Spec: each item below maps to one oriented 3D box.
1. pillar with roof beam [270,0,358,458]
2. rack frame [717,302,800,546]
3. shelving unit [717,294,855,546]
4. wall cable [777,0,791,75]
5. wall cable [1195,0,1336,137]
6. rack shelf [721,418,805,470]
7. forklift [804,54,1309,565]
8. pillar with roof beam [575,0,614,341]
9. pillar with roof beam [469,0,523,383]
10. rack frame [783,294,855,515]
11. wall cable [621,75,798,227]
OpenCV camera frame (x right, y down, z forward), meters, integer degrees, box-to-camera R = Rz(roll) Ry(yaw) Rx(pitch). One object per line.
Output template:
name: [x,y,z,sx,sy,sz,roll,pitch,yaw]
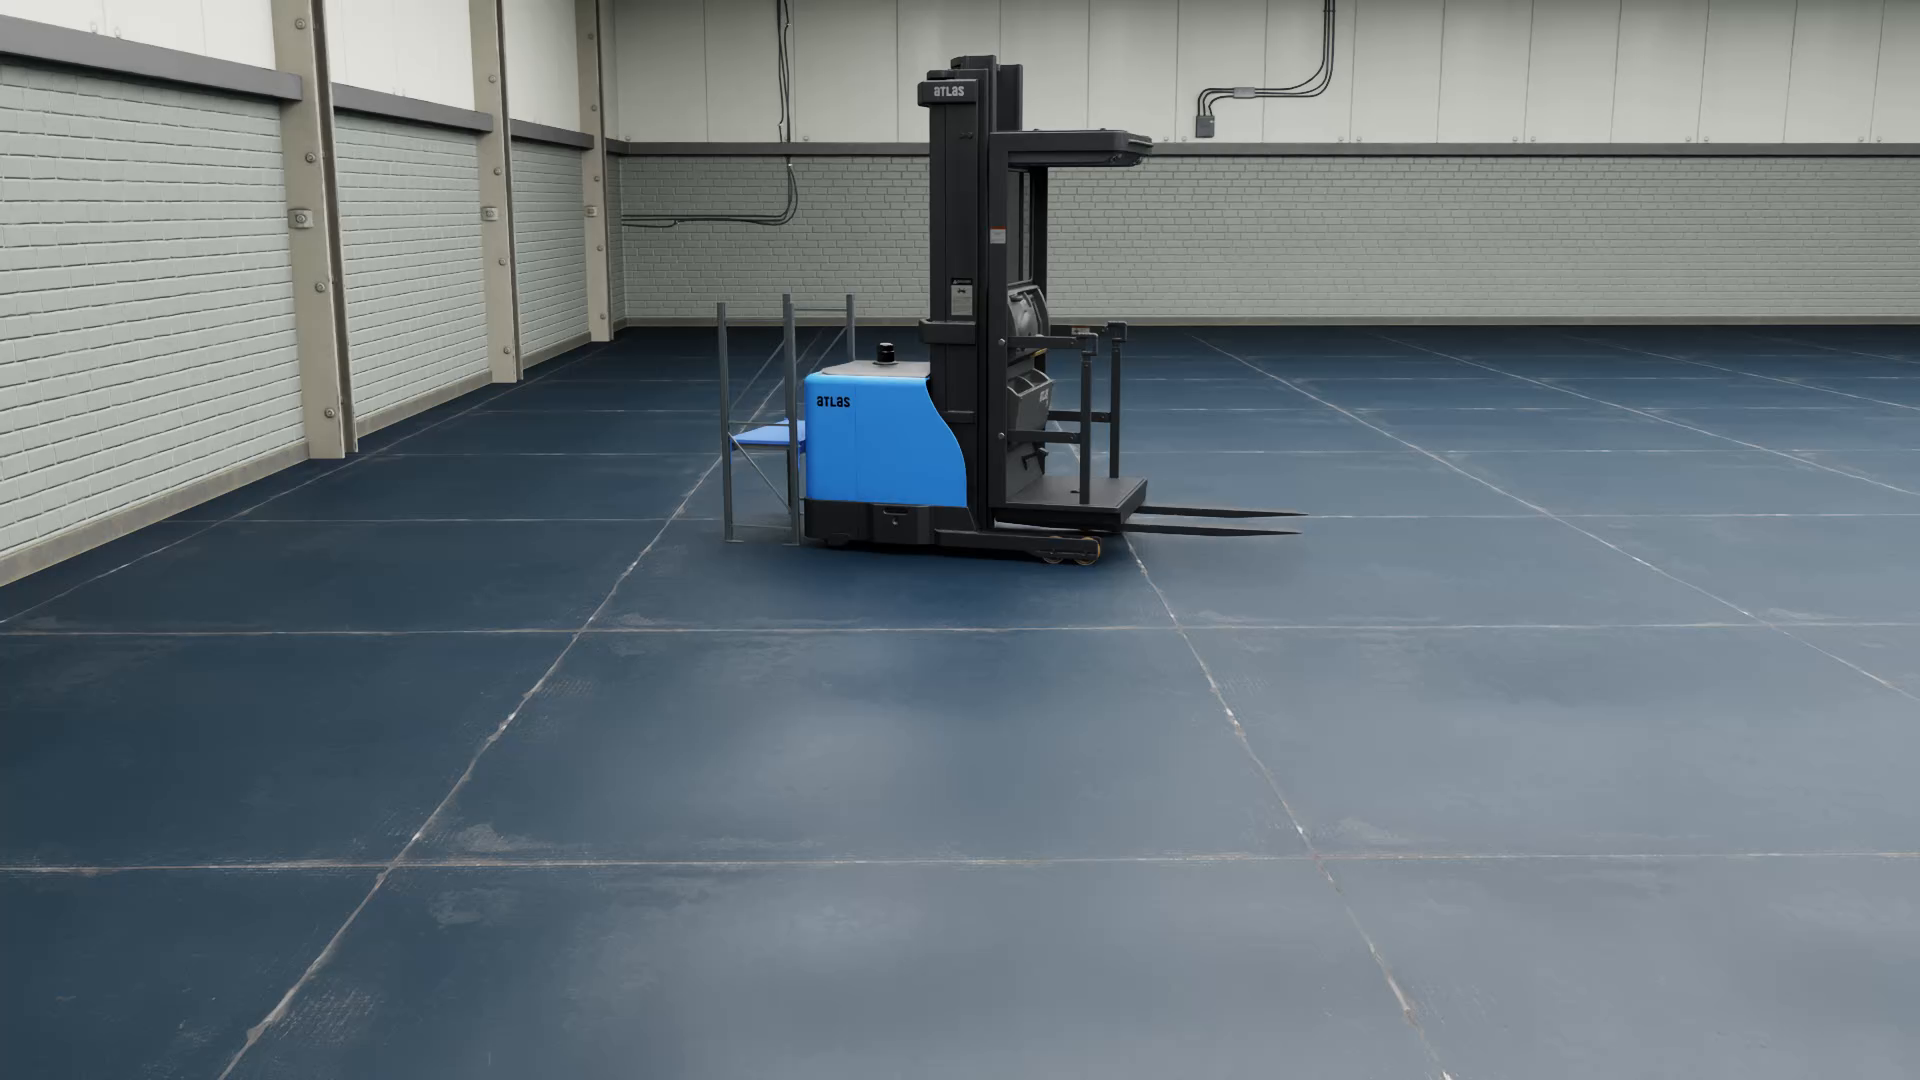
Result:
pillar with roof beam: [-1.028,-5.151,13.317,9.100,9.000,0.400,0,11,-1]
rack frame: [-1.244,-0.712,10.289,0.500,1.500,0.032,3,12,17]
shelving unit: [-1.093,-0.809,10.765,0.538,1.500,1.048,3,12,17]
wall cable: [-1.614,-9.074,27.763,3.097,2.526,0.112,0,11,-1]
wall cable: [5.173,-9.813,27.740,2.305,6.003,0.169,0,11,-1]
rack shelf: [-1.092,-0.633,10.801,0.538,0.185,1.000,3,12,17]
forklift: [0.608,-1.403,10.105,3.031,2.935,1.130,3,12,15]
pillar with roof beam: [-1.276,-7.537,25.075,9.100,9.000,0.400,0,11,-1]
pillar with roof beam: [-1.152,-6.344,19.196,9.100,9.000,0.400,0,11,-1]
rack frame: [-0.943,-0.905,11.241,0.500,1.500,0.032,3,12,17]
wall cable: [-4.319,-6.588,28.210,3.097,2.526,0.112,0,11,-1]
